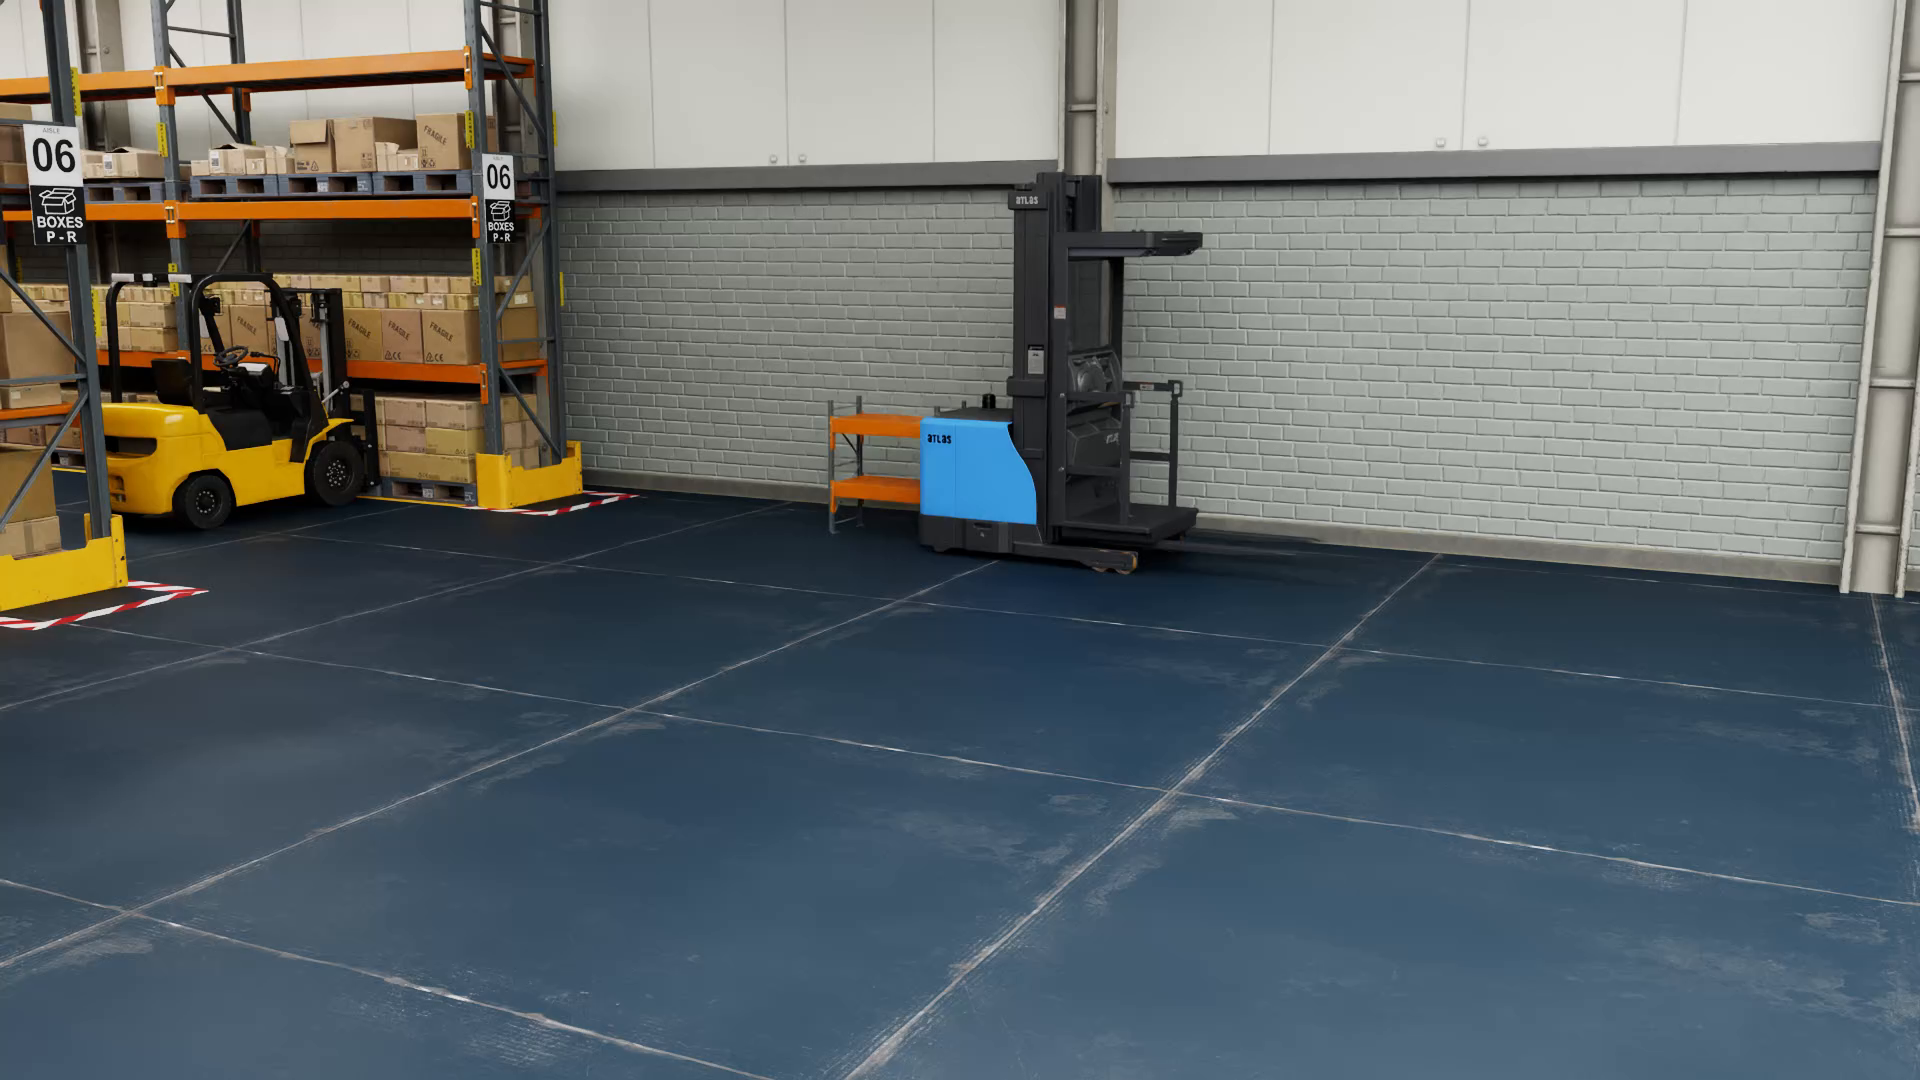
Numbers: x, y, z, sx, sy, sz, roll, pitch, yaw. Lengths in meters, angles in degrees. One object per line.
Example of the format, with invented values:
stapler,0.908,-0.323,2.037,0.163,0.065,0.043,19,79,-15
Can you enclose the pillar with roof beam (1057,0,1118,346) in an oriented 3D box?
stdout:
pillar with roof beam,-0.854,-3.854,9.755,0.400,9.000,9.100,5,11,26

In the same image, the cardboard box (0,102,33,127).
cardboard box,-6.526,-2.876,11.239,0.250,0.149,0.380,5,11,25

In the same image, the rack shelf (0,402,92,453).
rack shelf,-8.091,-0.874,12.155,4.000,0.370,1.077,5,11,26

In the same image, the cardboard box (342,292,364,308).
cardboard box,-5.701,-2.311,15.976,0.250,0.149,0.380,5,11,26

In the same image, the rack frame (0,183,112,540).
rack frame,-6.297,-1.070,11.220,0.127,3.000,1.000,5,11,26

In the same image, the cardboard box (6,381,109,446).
cardboard box,-10.136,-1.430,18.698,0.625,0.625,0.875,5,12,28

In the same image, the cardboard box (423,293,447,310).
cardboard box,-4.782,-2.230,15.524,0.250,0.149,0.380,5,12,27

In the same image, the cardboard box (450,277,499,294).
cardboard box,-4.519,-2.373,15.479,0.250,0.149,0.380,5,11,26

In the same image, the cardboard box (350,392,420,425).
cardboard box,-5.573,-1.273,16.074,0.500,0.250,0.500,5,11,27

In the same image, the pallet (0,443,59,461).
pallet,-10.558,-1.050,18.941,1.213,0.211,1.003,5,11,26

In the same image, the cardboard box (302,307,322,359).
cardboard box,-6.039,-2.030,16.242,0.500,0.500,0.500,5,11,26

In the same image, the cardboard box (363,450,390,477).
cardboard box,-5.552,-0.785,16.186,0.500,0.250,0.500,5,11,26

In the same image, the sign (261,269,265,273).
sign,-7.447,-2.732,17.750,0.005,0.325,0.100,5,11,26

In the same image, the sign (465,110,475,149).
sign,-4.357,-3.650,14.791,0.005,0.325,0.100,5,11,26

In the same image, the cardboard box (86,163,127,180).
cardboard box,-8.812,-3.825,17.264,0.250,0.149,0.380,5,11,26

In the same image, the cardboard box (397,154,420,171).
cardboard box,-4.982,-3.488,15.404,0.250,0.149,0.380,5,11,24

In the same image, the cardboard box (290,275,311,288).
cardboard box,-6.347,-2.532,16.359,0.250,0.149,0.380,5,11,26

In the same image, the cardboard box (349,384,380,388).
cardboard box,-6.256,-1.437,16.979,0.500,0.250,0.500,5,11,26

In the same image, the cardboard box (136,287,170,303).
cardboard box,-8.336,-2.556,17.326,0.250,0.149,0.380,5,11,25

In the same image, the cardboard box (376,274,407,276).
cardboard box,-5.686,-2.565,16.543,0.250,0.149,0.380,5,11,26

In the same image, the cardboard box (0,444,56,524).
cardboard box,-6.920,-0.402,11.966,0.500,0.500,0.500,5,11,24

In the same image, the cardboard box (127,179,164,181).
cardboard box,-8.644,-3.885,17.599,0.250,0.149,0.380,5,11,26

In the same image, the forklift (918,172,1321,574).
forklift,1.215,-1.296,12.663,3.031,2.935,1.130,5,12,28

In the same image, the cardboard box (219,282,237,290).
cardboard box,-7.255,-2.617,16.832,0.250,0.149,0.380,5,11,27

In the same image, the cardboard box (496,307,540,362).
cardboard box,-4.426,-1.996,16.054,0.500,0.500,0.500,5,12,28

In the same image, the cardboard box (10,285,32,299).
cardboard box,-10.163,-2.719,18.230,0.250,0.149,0.380,5,11,26

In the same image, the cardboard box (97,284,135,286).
cardboard box,-9.259,-2.736,18.325,0.250,0.149,0.380,5,11,26

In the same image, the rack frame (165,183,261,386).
rack frame,-7.692,-2.178,17.344,0.127,3.000,1.000,5,11,26

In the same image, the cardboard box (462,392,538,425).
cardboard box,-4.452,-1.277,16.097,0.500,0.250,0.500,5,11,25

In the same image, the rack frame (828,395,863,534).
rack frame,-0.971,-0.647,14.146,0.032,1.125,0.500,5,12,28

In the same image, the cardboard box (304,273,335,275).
cardboard box,-6.570,-2.661,17.075,0.250,0.149,0.380,5,11,25

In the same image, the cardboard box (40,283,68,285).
cardboard box,-10.157,-2.828,18.829,0.250,0.149,0.380,5,11,25

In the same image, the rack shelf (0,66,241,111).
rack shelf,-9.485,-4.737,17.780,4.000,0.370,1.077,5,11,26

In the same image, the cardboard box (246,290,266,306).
cardboard box,-6.855,-2.412,16.533,0.250,0.149,0.380,5,12,27

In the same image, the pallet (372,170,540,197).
pallet,-4.727,-3.356,15.674,1.213,0.211,1.003,5,11,26

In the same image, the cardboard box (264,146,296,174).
cardboard box,-6.495,-3.679,16.128,0.258,0.266,0.396,5,11,24

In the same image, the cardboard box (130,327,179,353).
cardboard box,-8.259,-2.103,17.346,0.500,0.250,0.500,5,12,27

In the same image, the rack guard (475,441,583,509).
rack guard,-4.083,-0.631,15.814,0.348,0.500,1.175,5,11,26

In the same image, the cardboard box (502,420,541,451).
cardboard box,-4.434,-1.033,16.153,0.500,0.250,0.500,5,12,27

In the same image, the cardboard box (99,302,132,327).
cardboard box,-8.710,-2.388,17.519,0.500,0.250,0.500,5,11,24

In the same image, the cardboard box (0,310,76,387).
cardboard box,-6.599,-1.347,11.636,0.500,0.500,0.500,5,11,25

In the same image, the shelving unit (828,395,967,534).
shelving unit,-0.523,-0.604,13.911,1.048,1.125,0.538,5,12,28

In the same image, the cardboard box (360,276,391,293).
cardboard box,-5.474,-2.438,15.839,0.250,0.149,0.380,5,12,27

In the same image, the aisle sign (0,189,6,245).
aisle sign,-6.370,-2.298,10.706,0.004,0.787,0.394,5,11,26
